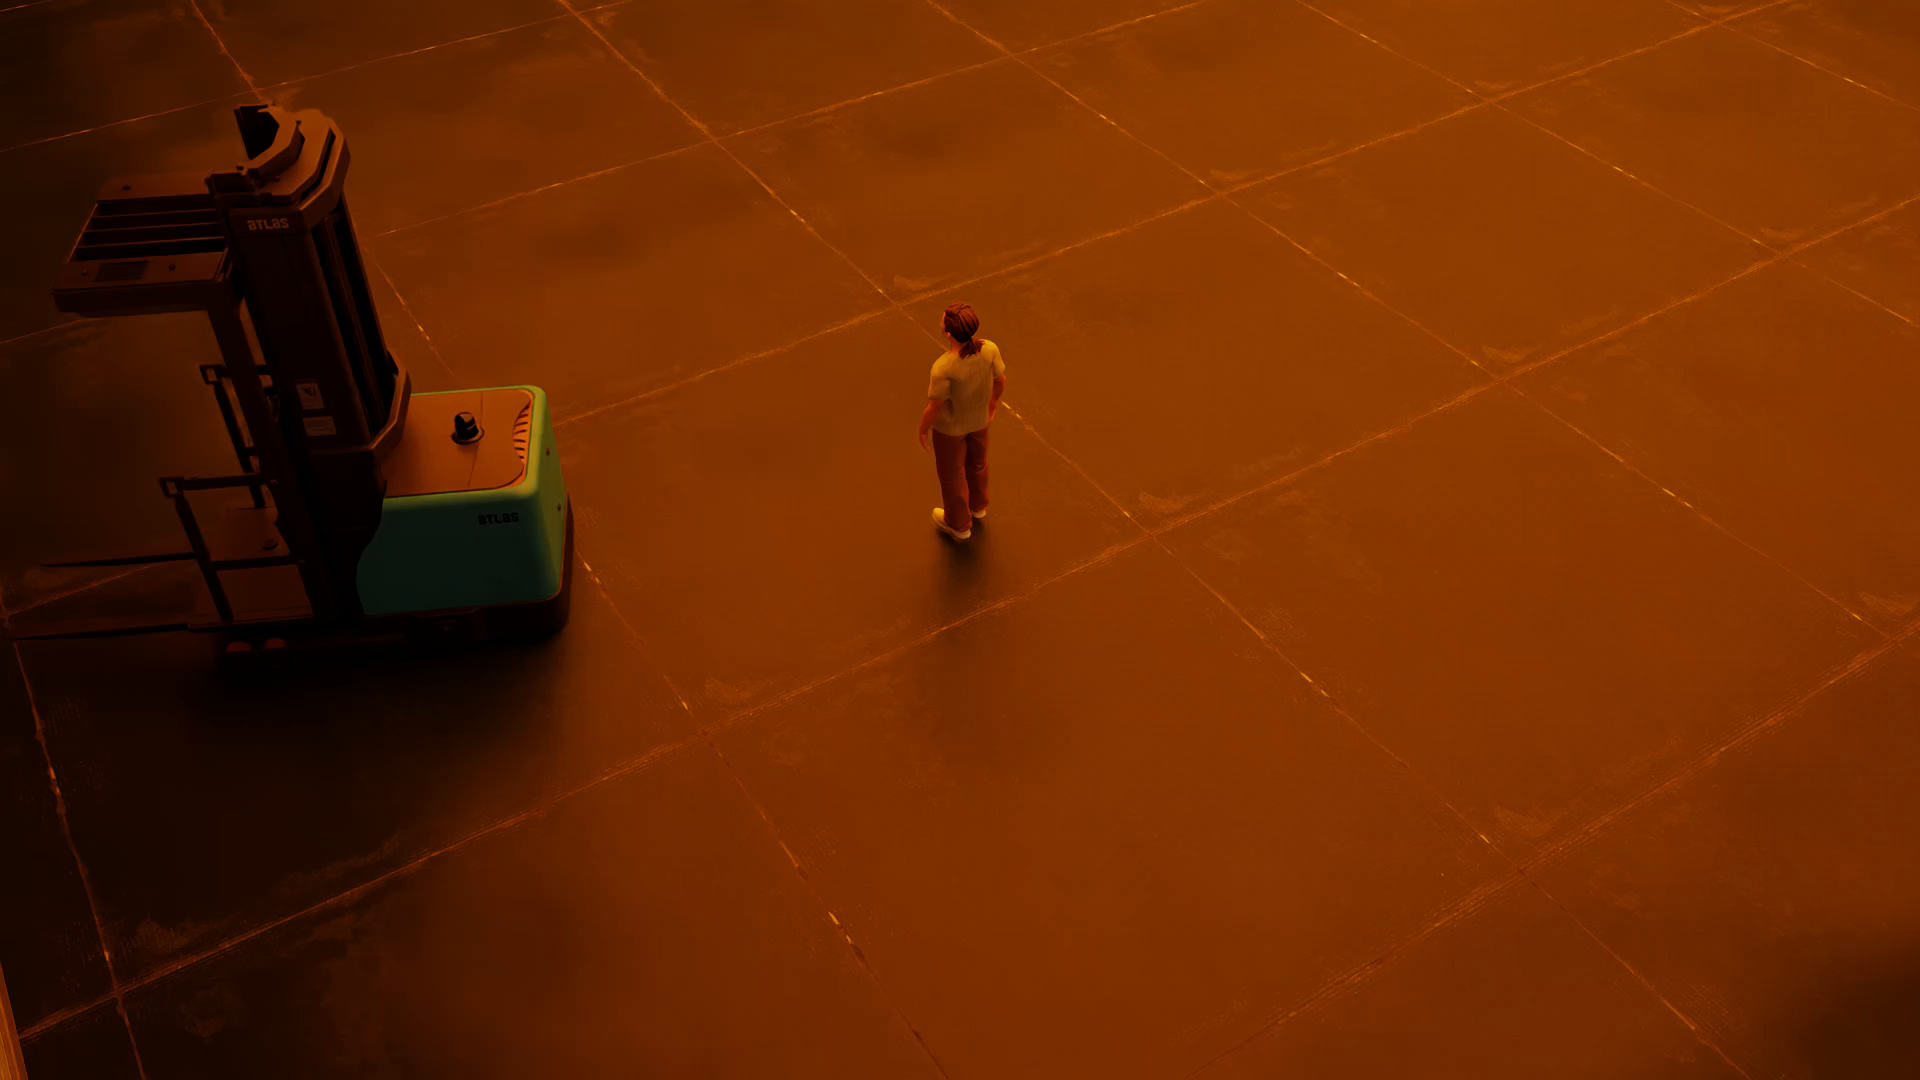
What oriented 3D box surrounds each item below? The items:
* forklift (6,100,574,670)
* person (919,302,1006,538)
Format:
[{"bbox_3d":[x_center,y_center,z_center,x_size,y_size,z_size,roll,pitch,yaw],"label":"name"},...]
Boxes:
[{"bbox_3d":[-3.791,-0.748,8.727,3.031,2.935,1.130,-5,41,-6],"label":"forklift"},{"bbox_3d":[-0.035,-0.716,9.572,0.554,1.673,0.531,-23,46,-24],"label":"person"}]
